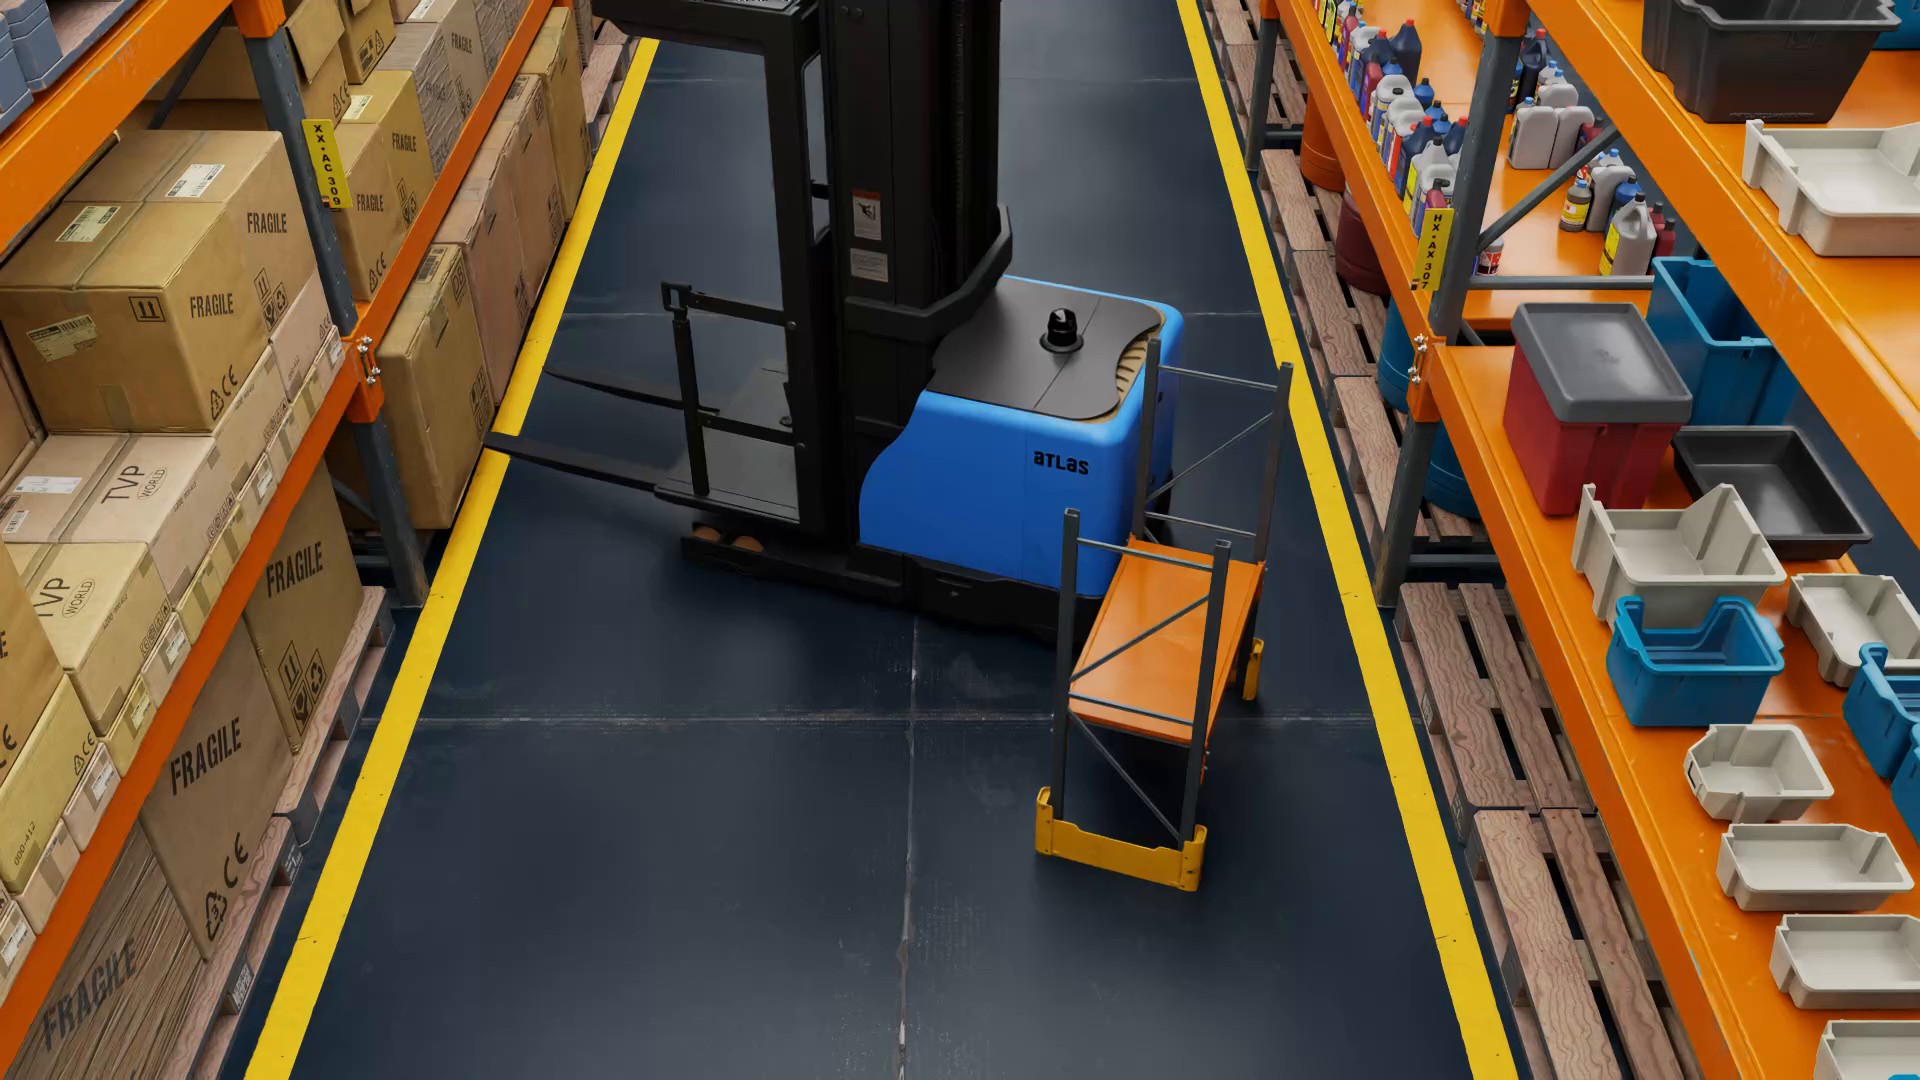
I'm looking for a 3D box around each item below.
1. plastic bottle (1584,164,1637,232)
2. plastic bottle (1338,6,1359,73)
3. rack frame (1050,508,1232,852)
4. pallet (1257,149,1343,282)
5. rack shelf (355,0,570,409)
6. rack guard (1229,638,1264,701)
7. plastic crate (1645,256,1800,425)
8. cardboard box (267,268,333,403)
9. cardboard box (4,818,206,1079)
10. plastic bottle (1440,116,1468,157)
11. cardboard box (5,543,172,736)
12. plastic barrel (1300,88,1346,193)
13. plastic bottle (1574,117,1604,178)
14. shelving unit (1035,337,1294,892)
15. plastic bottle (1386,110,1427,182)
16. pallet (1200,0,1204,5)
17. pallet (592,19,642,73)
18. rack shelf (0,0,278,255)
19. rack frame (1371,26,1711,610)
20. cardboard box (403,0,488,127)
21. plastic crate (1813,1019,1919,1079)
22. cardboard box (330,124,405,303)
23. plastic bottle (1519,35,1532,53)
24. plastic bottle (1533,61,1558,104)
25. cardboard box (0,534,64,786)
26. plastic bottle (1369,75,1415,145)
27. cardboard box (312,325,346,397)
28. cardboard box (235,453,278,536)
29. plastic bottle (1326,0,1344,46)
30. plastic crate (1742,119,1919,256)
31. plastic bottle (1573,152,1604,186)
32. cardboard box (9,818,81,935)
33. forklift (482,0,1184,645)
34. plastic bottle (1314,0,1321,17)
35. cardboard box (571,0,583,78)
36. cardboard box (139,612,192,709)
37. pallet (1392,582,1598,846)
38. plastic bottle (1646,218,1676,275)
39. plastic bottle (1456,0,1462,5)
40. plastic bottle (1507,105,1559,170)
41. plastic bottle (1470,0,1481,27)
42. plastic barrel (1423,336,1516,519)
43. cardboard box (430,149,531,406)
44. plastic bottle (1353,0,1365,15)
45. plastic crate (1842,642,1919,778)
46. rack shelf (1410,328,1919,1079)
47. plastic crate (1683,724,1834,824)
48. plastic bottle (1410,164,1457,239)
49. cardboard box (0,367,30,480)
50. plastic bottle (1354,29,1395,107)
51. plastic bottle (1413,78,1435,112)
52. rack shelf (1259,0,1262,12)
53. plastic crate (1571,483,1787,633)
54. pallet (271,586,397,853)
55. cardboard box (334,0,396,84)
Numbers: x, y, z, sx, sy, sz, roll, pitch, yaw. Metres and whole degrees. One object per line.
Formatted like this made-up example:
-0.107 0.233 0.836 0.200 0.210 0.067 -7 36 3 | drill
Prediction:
2.609 -1.392 6.687 0.152 0.276 0.135 0 39 0 | plastic bottle
1.857 -2.384 7.920 0.061 0.283 0.133 0 39 0 | plastic bottle
0.550 0.548 5.366 0.500 1.500 0.032 12 40 15 | rack frame
2.267 -1.842 9.380 1.003 0.211 1.213 0 39 0 | pallet
-2.726 -1.888 7.783 1.077 0.370 4.000 0 39 0 | rack shelf
0.877 0.447 6.492 0.587 0.250 0.087 12 40 15 | rack guard
2.571 -0.647 5.624 0.392 0.384 0.575 0 39 0 | plastic crate
-2.461 -0.700 5.607 0.500 0.250 0.500 -1 39 -1 | cardboard box
-2.801 1.279 4.618 0.875 0.875 0.875 0 39 0 | cardboard box
2.045 -1.593 6.878 0.144 0.351 0.185 0 39 0 | plastic bottle
-2.460 0.260 4.409 0.500 0.250 0.500 -1 39 -1 | cardboard box
2.242 -2.434 9.288 0.600 0.830 0.708 0 39 0 | plastic barrel
2.654 -1.661 7.017 0.061 0.283 0.133 0 39 0 | plastic bottle
0.714 0.253 5.734 0.587 1.500 1.083 12 40 15 | shelving unit
1.904 -1.663 7.026 0.152 0.276 0.135 0 39 0 | plastic bottle
2.260 -4.345 12.503 1.003 0.211 1.213 0 39 0 | pallet
-2.726 -3.581 11.550 1.003 0.211 1.213 0 39 0 | pallet
-2.722 -0.557 3.723 1.077 0.370 4.000 0 39 0 | rack shelf
2.229 -0.922 6.001 1.000 3.000 0.127 0 39 0 | rack frame
-2.482 -2.195 7.511 0.500 0.500 0.500 1 39 1 | cardboard box
2.052 1.149 3.580 0.396 0.136 0.243 0 39 0 | plastic crate
-2.474 -1.245 6.325 0.500 0.500 0.500 0 39 0 | cardboard box
2.592 -2.211 7.704 0.061 0.283 0.133 0 39 0 | plastic bottle
2.635 -2.019 7.473 0.097 0.271 0.097 0 39 0 | plastic bottle
-2.457 0.296 3.764 0.500 0.500 0.500 -1 39 -1 | cardboard box
1.904 -1.892 7.312 0.152 0.276 0.135 0 39 0 | plastic bottle
-2.396 -0.630 5.838 0.380 0.149 0.250 0 39 0 | cardboard box
-2.395 -0.147 5.236 0.380 0.149 0.250 1 39 1 | cardboard box
1.857 -2.589 8.176 0.061 0.283 0.133 0 39 0 | plastic bottle
1.983 -0.780 3.637 0.437 0.136 0.530 0 39 0 | plastic crate
2.636 -1.557 6.953 0.097 0.201 0.097 0 39 0 | plastic bottle
-2.393 0.817 4.033 0.380 0.149 0.250 -1 39 -1 | cardboard box
-0.654 -1.288 6.514 3.031 2.935 1.130 13 40 16 | forklift
1.902 -2.814 8.463 0.152 0.276 0.135 0 39 0 | plastic bottle
-2.749 -3.035 10.285 0.700 0.500 0.500 -2 39 -2 | cardboard box
-2.395 0.333 4.636 0.380 0.149 0.250 1 39 1 | cardboard box
2.269 0.626 6.300 1.003 0.211 1.213 0 39 0 | pallet
2.655 -1.106 6.324 0.061 0.283 0.133 0 39 0 | plastic bottle
2.634 -2.876 8.599 0.097 0.201 0.097 0 39 0 | plastic bottle
2.456 -1.742 7.124 0.152 0.276 0.135 0 39 0 | plastic bottle
2.634 -2.694 8.372 0.097 0.201 0.097 0 39 0 | plastic bottle
2.246 -0.607 6.951 0.600 0.901 0.708 0 39 0 | plastic barrel
-2.746 -1.212 7.727 1.225 0.875 0.875 -1 39 -2 | cardboard box
2.027 -2.797 8.501 0.097 0.201 0.097 0 39 0 | plastic bottle
2.561 0.456 4.368 0.416 0.233 0.300 0 39 0 | plastic crate
2.231 0.610 4.666 1.077 0.370 4.000 0 39 0 | rack shelf
2.022 0.609 4.254 0.298 0.136 0.250 0 39 0 | plastic crate
1.905 -1.348 6.633 0.152 0.276 0.135 0 39 0 | plastic bottle
-2.981 -0.335 4.552 0.500 0.500 0.500 -1 39 -1 | cardboard box
1.900 -2.166 7.593 0.144 0.351 0.185 0 39 0 | plastic bottle
2.029 -1.902 7.328 0.097 0.271 0.097 0 39 0 | plastic bottle
2.222 -4.393 10.908 1.077 0.370 4.000 0 39 0 | rack shelf
2.047 0.056 4.828 0.437 0.282 0.530 0 39 0 | plastic crate
-2.801 0.646 6.276 1.003 0.211 1.213 0 39 0 | pallet
-2.722 -2.177 6.686 0.797 0.503 0.637 0 39 0 | cardboard box
